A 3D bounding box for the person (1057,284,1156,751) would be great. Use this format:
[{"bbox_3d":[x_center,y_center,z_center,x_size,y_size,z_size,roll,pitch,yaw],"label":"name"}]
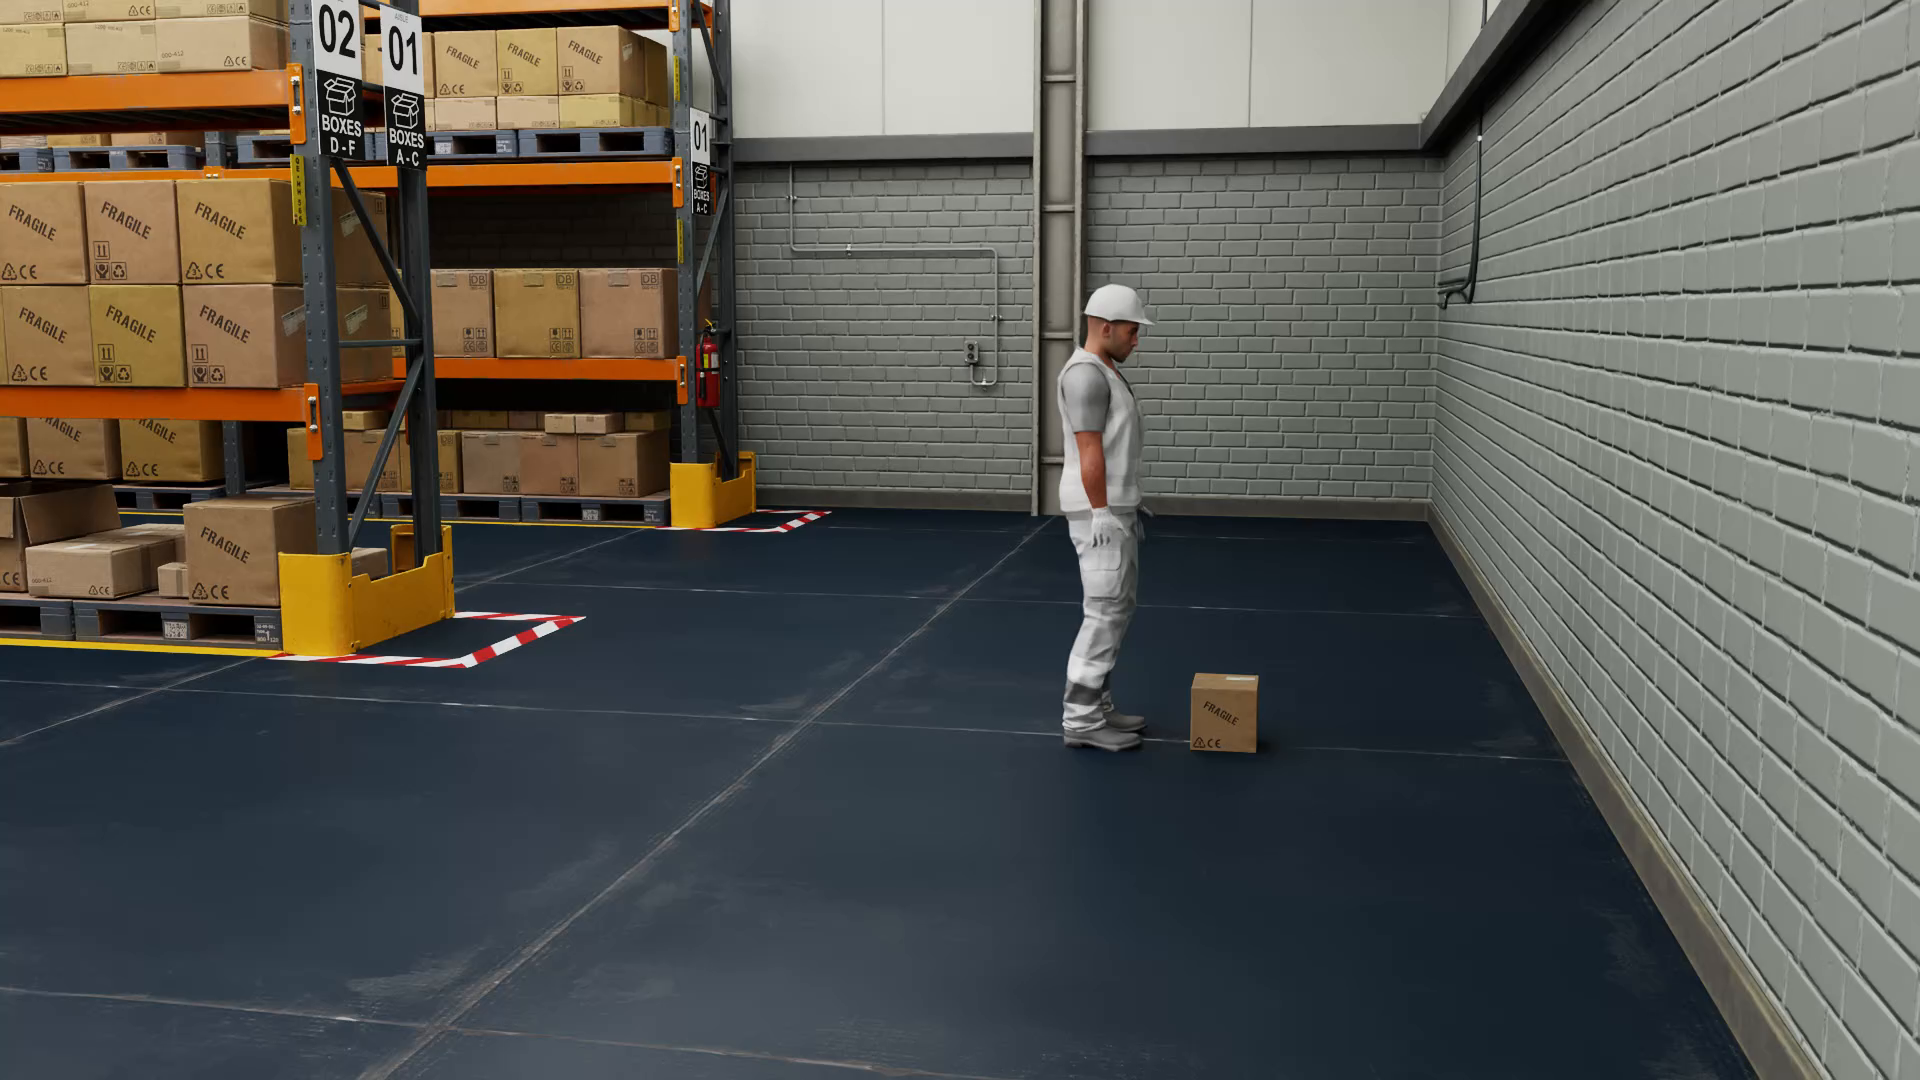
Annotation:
[{"bbox_3d":[0.570,-0.098,6.481,0.364,1.776,0.529,2,8,12],"label":"person"}]
